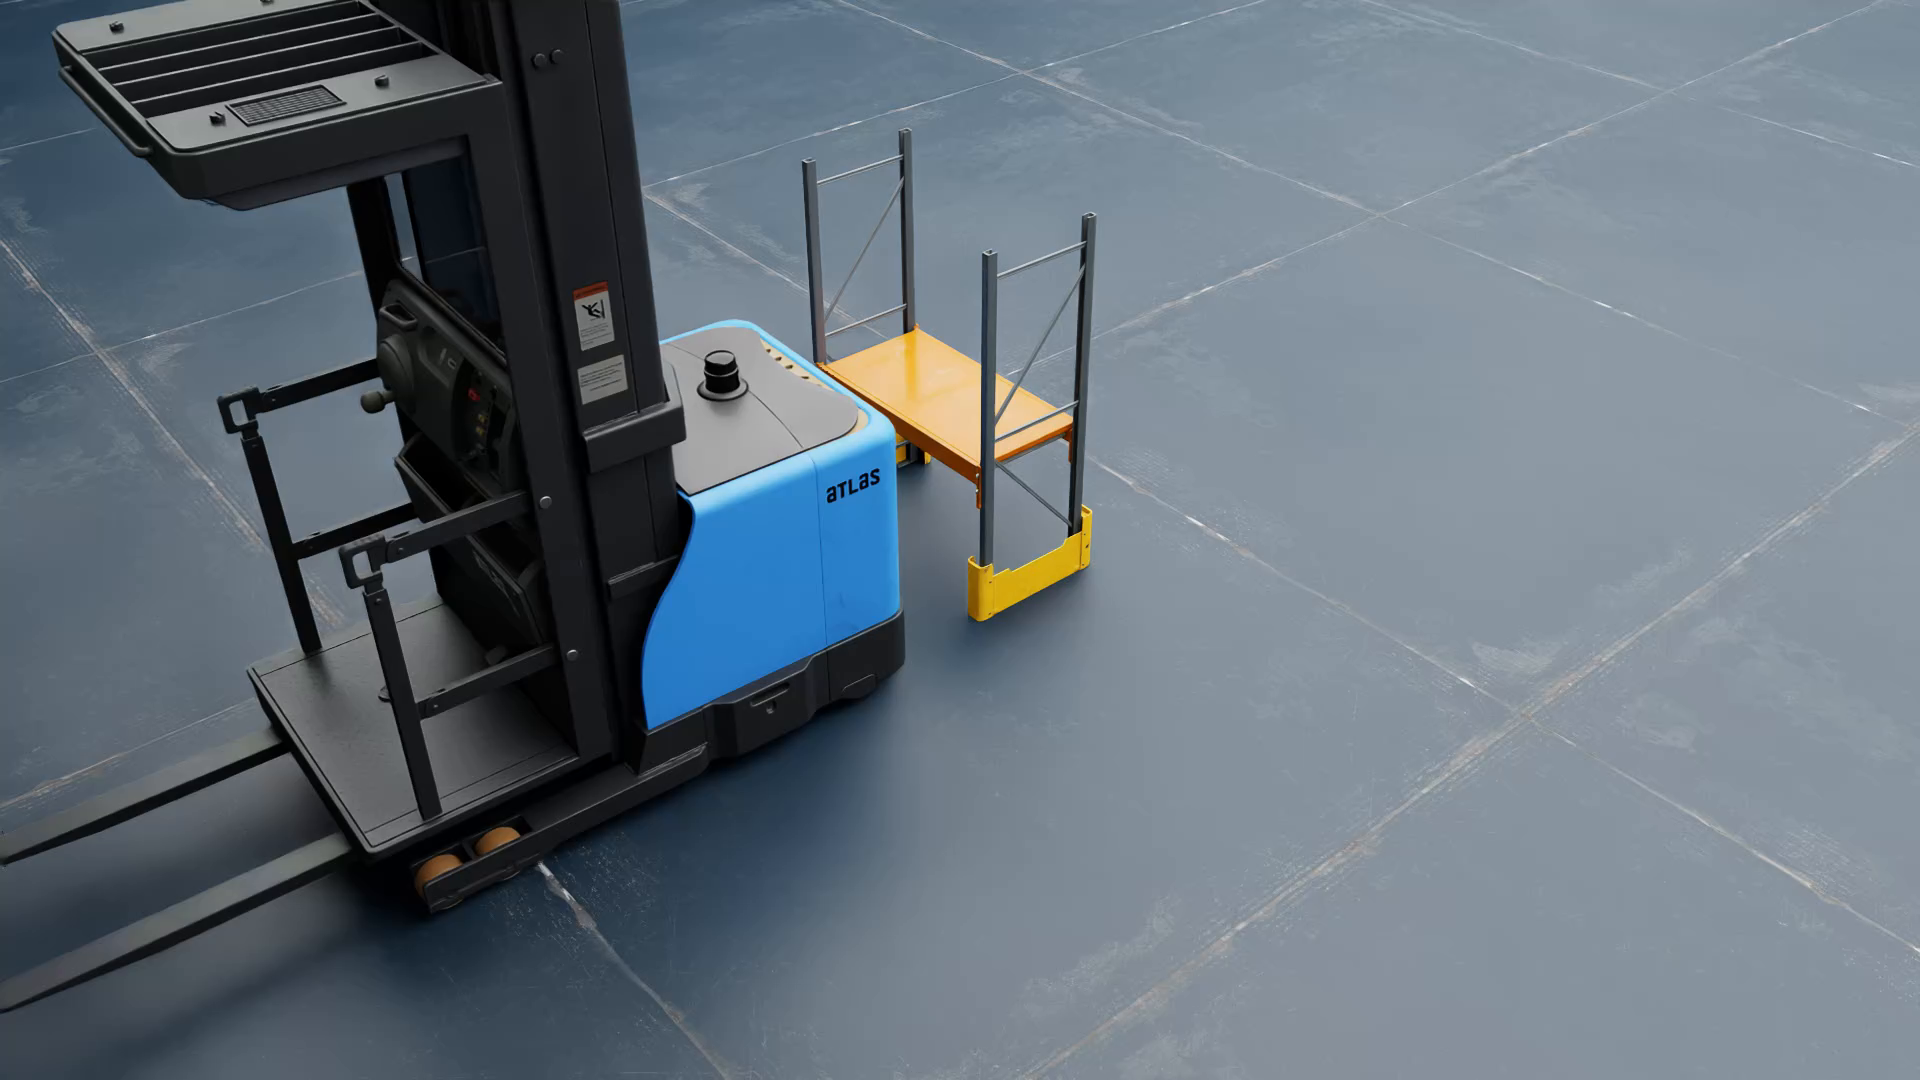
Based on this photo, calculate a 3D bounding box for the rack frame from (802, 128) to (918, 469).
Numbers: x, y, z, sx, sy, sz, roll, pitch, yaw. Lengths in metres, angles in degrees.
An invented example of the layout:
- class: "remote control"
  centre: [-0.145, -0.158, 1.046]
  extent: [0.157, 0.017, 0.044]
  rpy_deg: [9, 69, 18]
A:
- class: "rack frame"
  centre: [-0.383, -0.874, 6.687]
  extent: [0.500, 1.500, 0.032]
  rpy_deg: [-26, 43, -32]

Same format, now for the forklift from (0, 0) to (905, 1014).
- class: "forklift"
  centre: [-1.674, -0.403, 4.784]
  extent: [3.031, 2.935, 1.130]
  rpy_deg: [-24, 42, -30]

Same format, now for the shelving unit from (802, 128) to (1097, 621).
- class: "shelving unit"
  centre: [-0.049, -0.646, 6.364]
  extent: [0.587, 1.500, 1.083]
  rpy_deg: [-26, 43, -32]

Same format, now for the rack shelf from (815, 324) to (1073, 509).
- class: "rack shelf"
  centre: [-0.055, -0.503, 6.474]
  extent: [0.538, 0.185, 1.000]
  rpy_deg: [-26, 43, -32]

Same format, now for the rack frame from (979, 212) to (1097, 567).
- class: "rack frame"
  centre: [0.273, -0.425, 6.053]
  extent: [0.500, 1.500, 0.032]
  rpy_deg: [-26, 43, -32]

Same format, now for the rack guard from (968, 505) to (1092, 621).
- class: "rack guard"
  centre: [0.272, 0.084, 6.415]
  extent: [0.587, 0.250, 0.087]
  rpy_deg: [-26, 43, -32]

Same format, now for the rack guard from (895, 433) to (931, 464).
- class: "rack guard"
  centre: [-0.371, -0.356, 7.036]
  extent: [0.587, 0.250, 0.087]
  rpy_deg: [-26, 43, -32]
